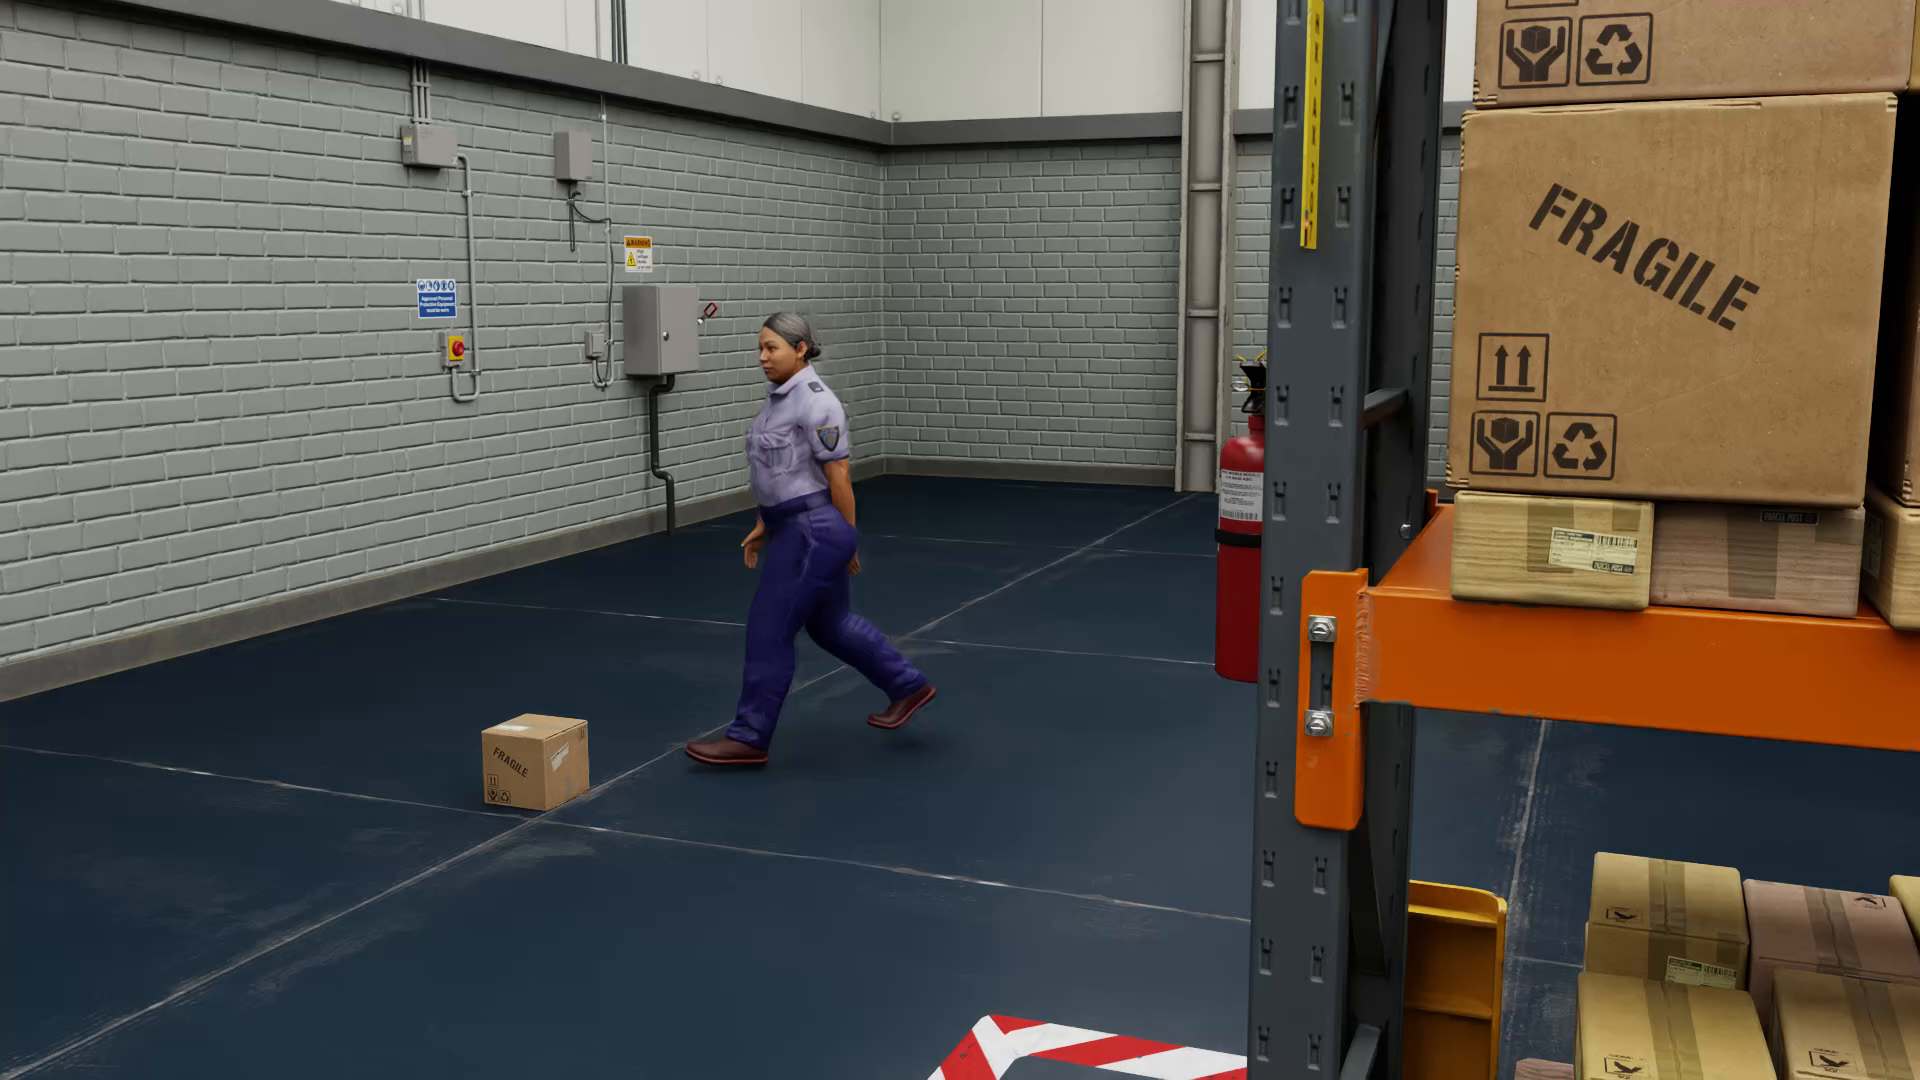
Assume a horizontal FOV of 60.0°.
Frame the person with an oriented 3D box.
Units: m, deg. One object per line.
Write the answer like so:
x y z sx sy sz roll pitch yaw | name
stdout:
-0.528 -0.015 6.003 0.981 1.610 0.450 -3 9 -18 | person
